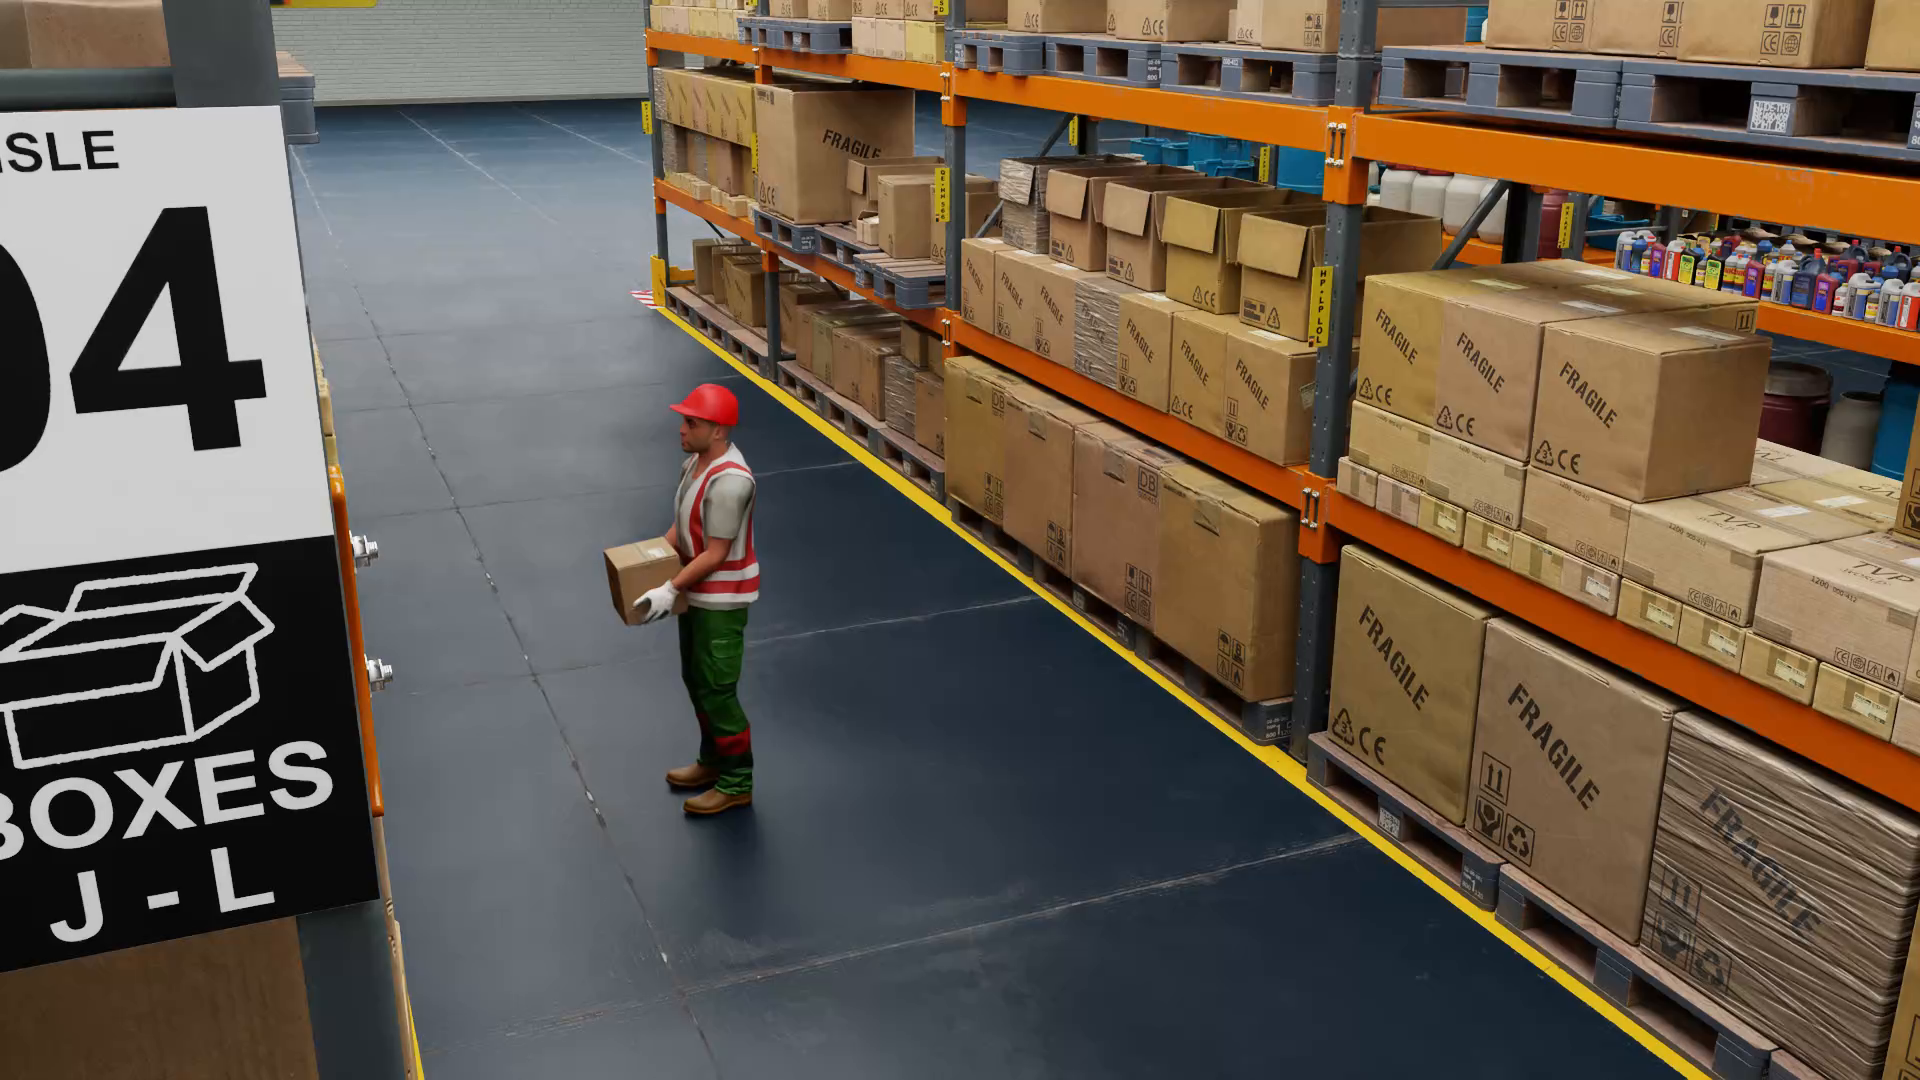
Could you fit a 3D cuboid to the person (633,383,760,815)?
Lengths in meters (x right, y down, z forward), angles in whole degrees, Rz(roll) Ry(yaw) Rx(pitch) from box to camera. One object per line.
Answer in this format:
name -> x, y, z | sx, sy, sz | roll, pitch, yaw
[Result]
person -> -1.095, 0.249, 6.779 | 0.538, 1.794, 0.522 | -8, 20, -22
